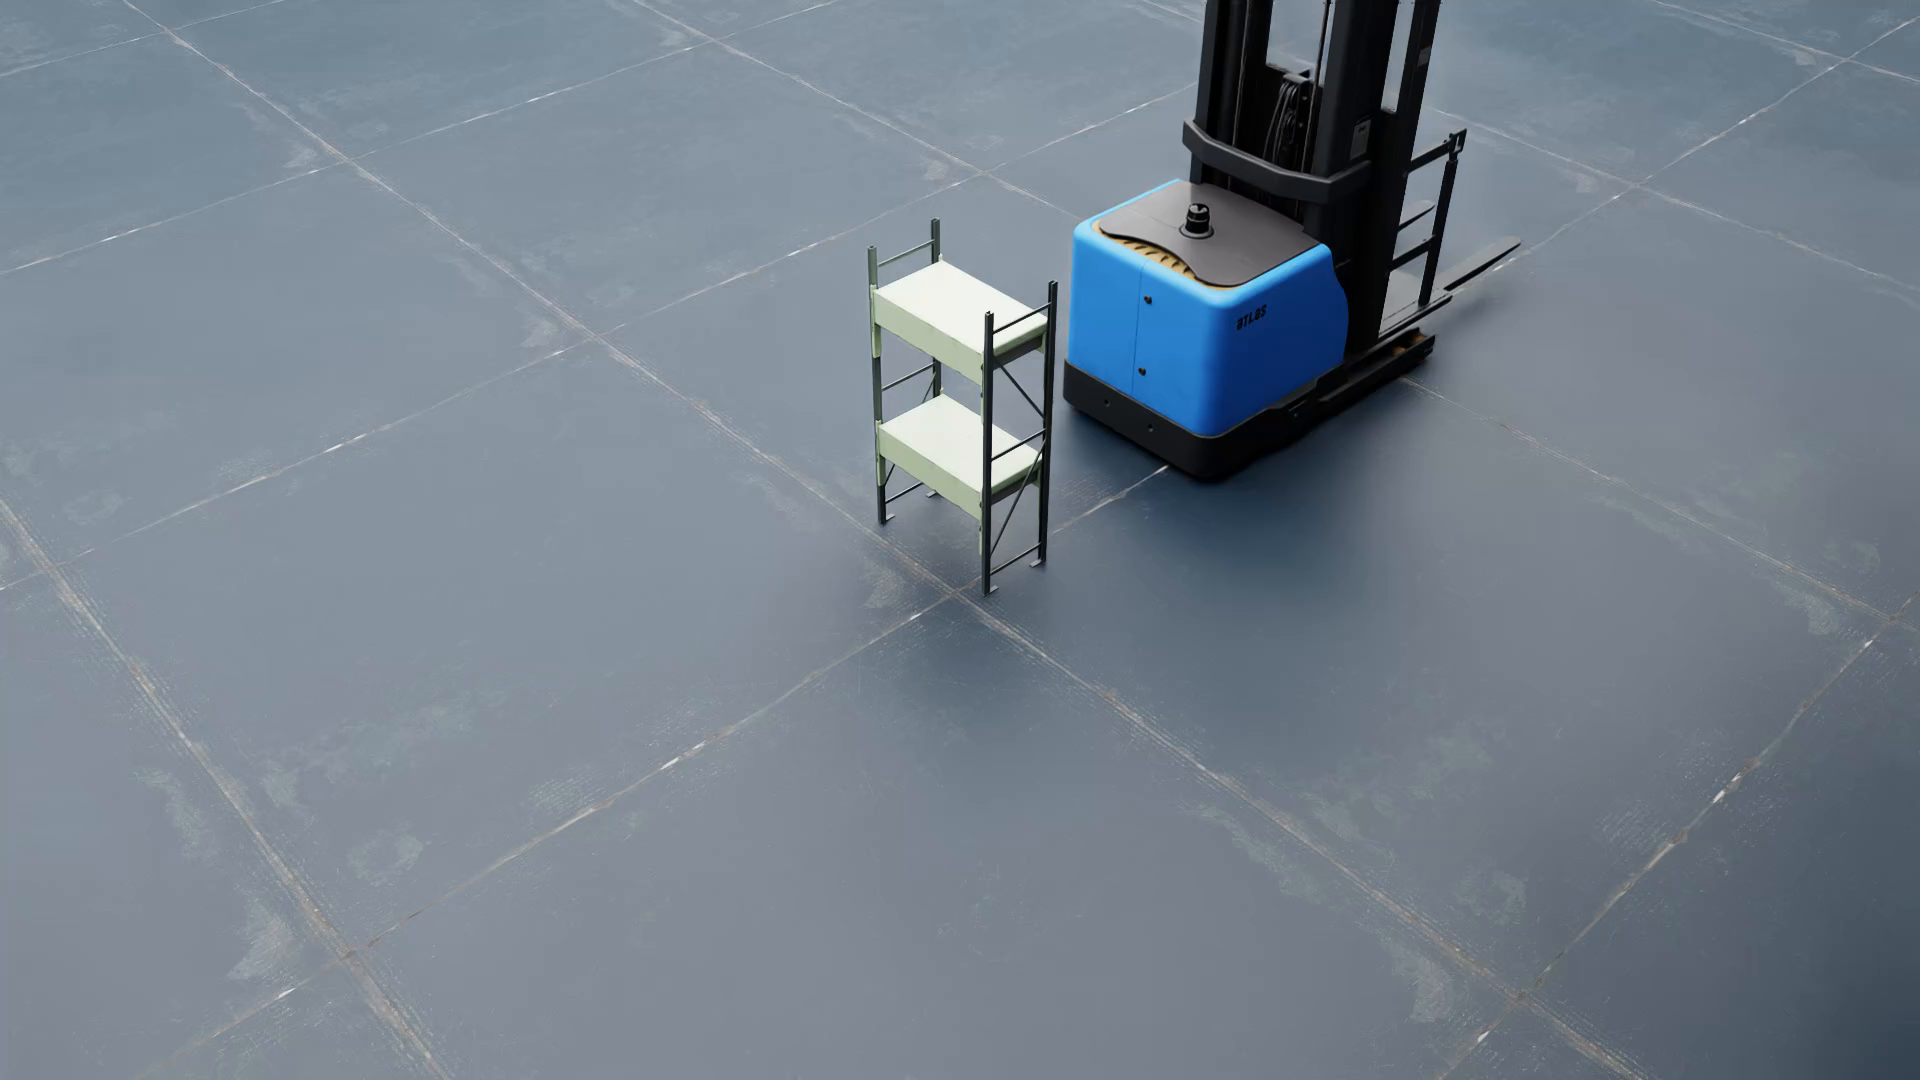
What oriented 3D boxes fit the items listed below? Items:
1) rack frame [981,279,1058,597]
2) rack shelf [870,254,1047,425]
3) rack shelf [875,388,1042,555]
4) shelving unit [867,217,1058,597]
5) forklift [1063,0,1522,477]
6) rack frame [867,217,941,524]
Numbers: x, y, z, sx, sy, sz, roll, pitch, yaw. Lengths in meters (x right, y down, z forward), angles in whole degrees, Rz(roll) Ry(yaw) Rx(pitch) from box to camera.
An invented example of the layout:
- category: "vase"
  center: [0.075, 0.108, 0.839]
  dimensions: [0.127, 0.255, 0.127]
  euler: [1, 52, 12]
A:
- category: "rack frame"
  center: [0.252, -0.411, 7.273]
  dimensions: [0.400, 1.500, 0.023]
  euler: [-30, 48, -32]
- category: "rack shelf"
  center: [0.005, -0.884, 7.238]
  dimensions: [0.431, 0.370, 0.720]
  euler: [-30, 48, -32]
- category: "rack shelf"
  center: [0.005, -0.327, 7.688]
  dimensions: [0.431, 0.370, 0.720]
  euler: [-30, 48, -32]
- category: "shelving unit"
  center: [0.005, -0.580, 7.483]
  dimensions: [0.431, 1.500, 0.755]
  euler: [-30, 48, -32]
- category: "forklift"
  center: [1.971, -2.251, 8.412]
  dimensions: [3.031, 2.935, 1.130]
  euler: [-30, 48, -32]
- category: "rack frame"
  center: [-0.243, -0.750, 7.693]
  dimensions: [0.400, 1.500, 0.023]
  euler: [-30, 48, -32]
